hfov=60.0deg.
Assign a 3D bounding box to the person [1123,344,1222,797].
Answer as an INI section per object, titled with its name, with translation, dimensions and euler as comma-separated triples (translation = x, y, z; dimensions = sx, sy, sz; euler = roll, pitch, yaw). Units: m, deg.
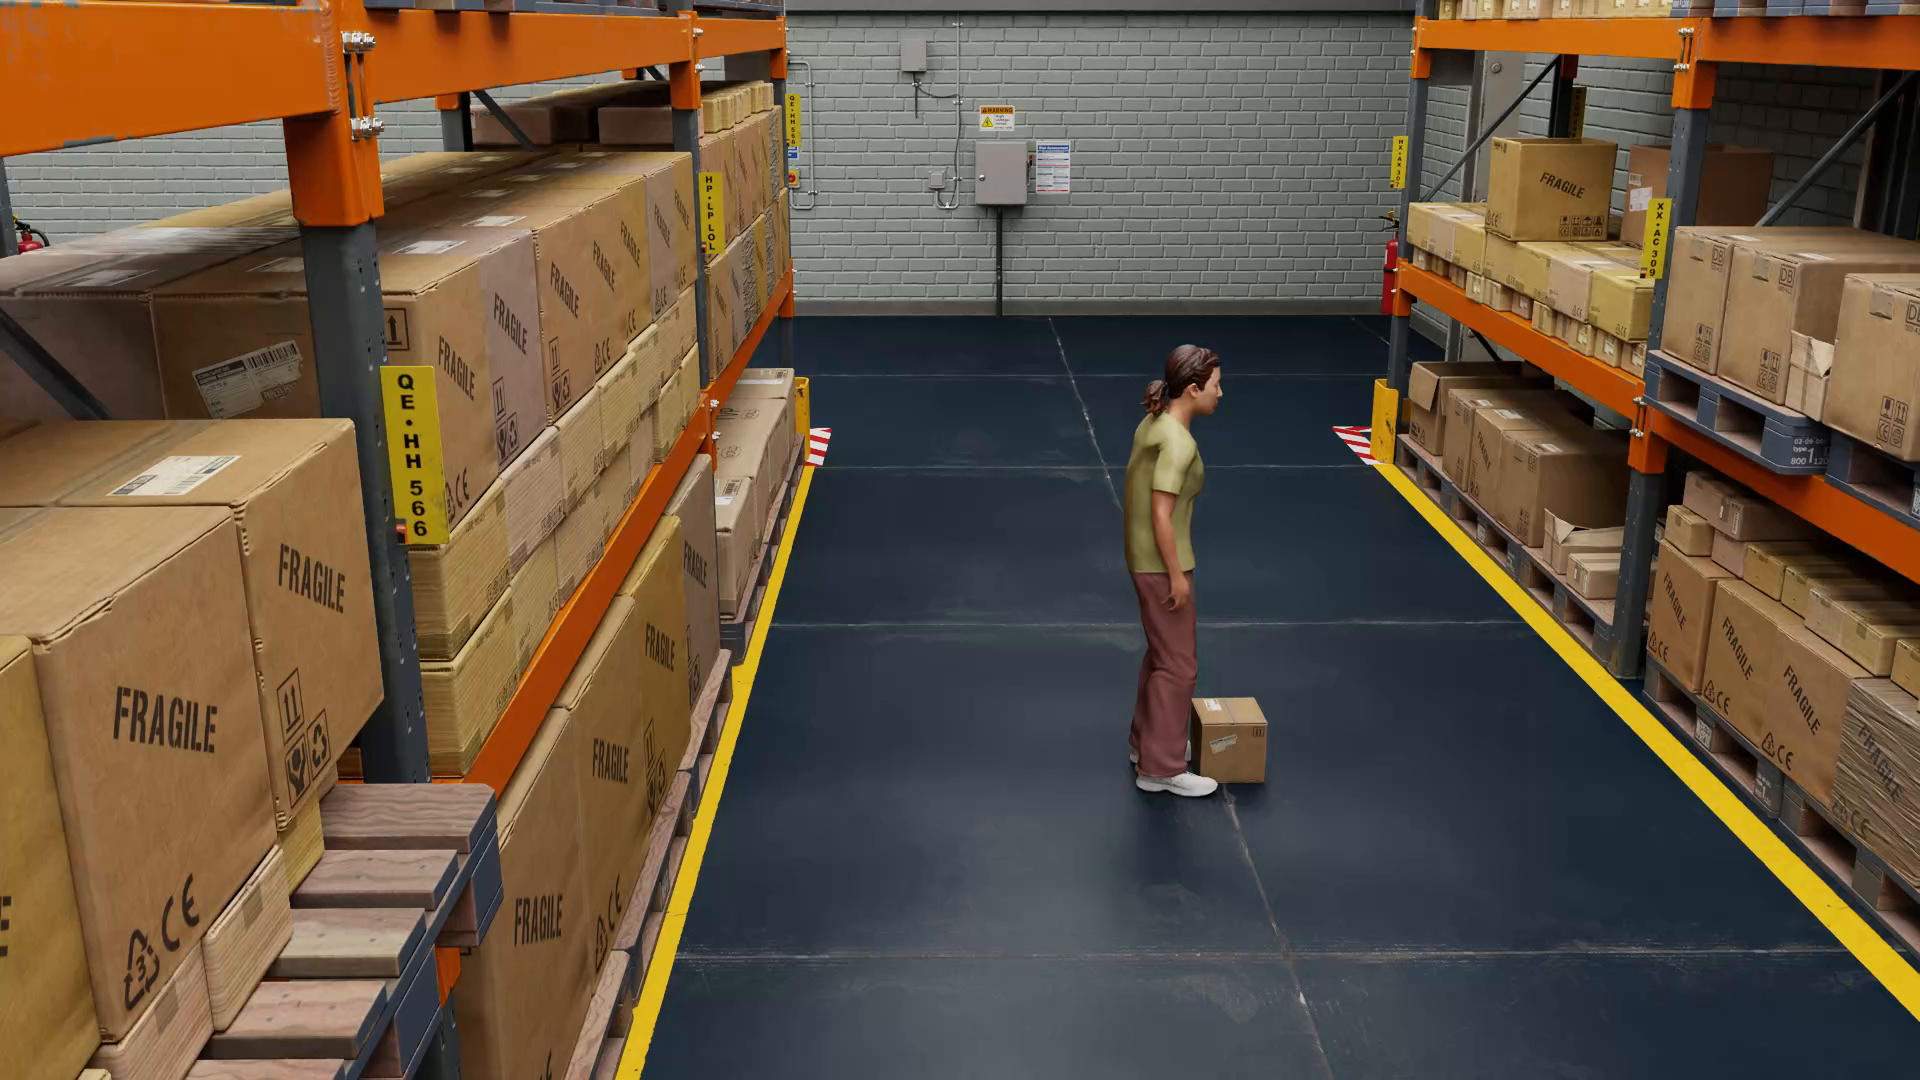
[person]
translation = 0.791, 0.101, 6.222
dimensions = 0.365, 1.672, 0.498
euler = 0, 17, -1
